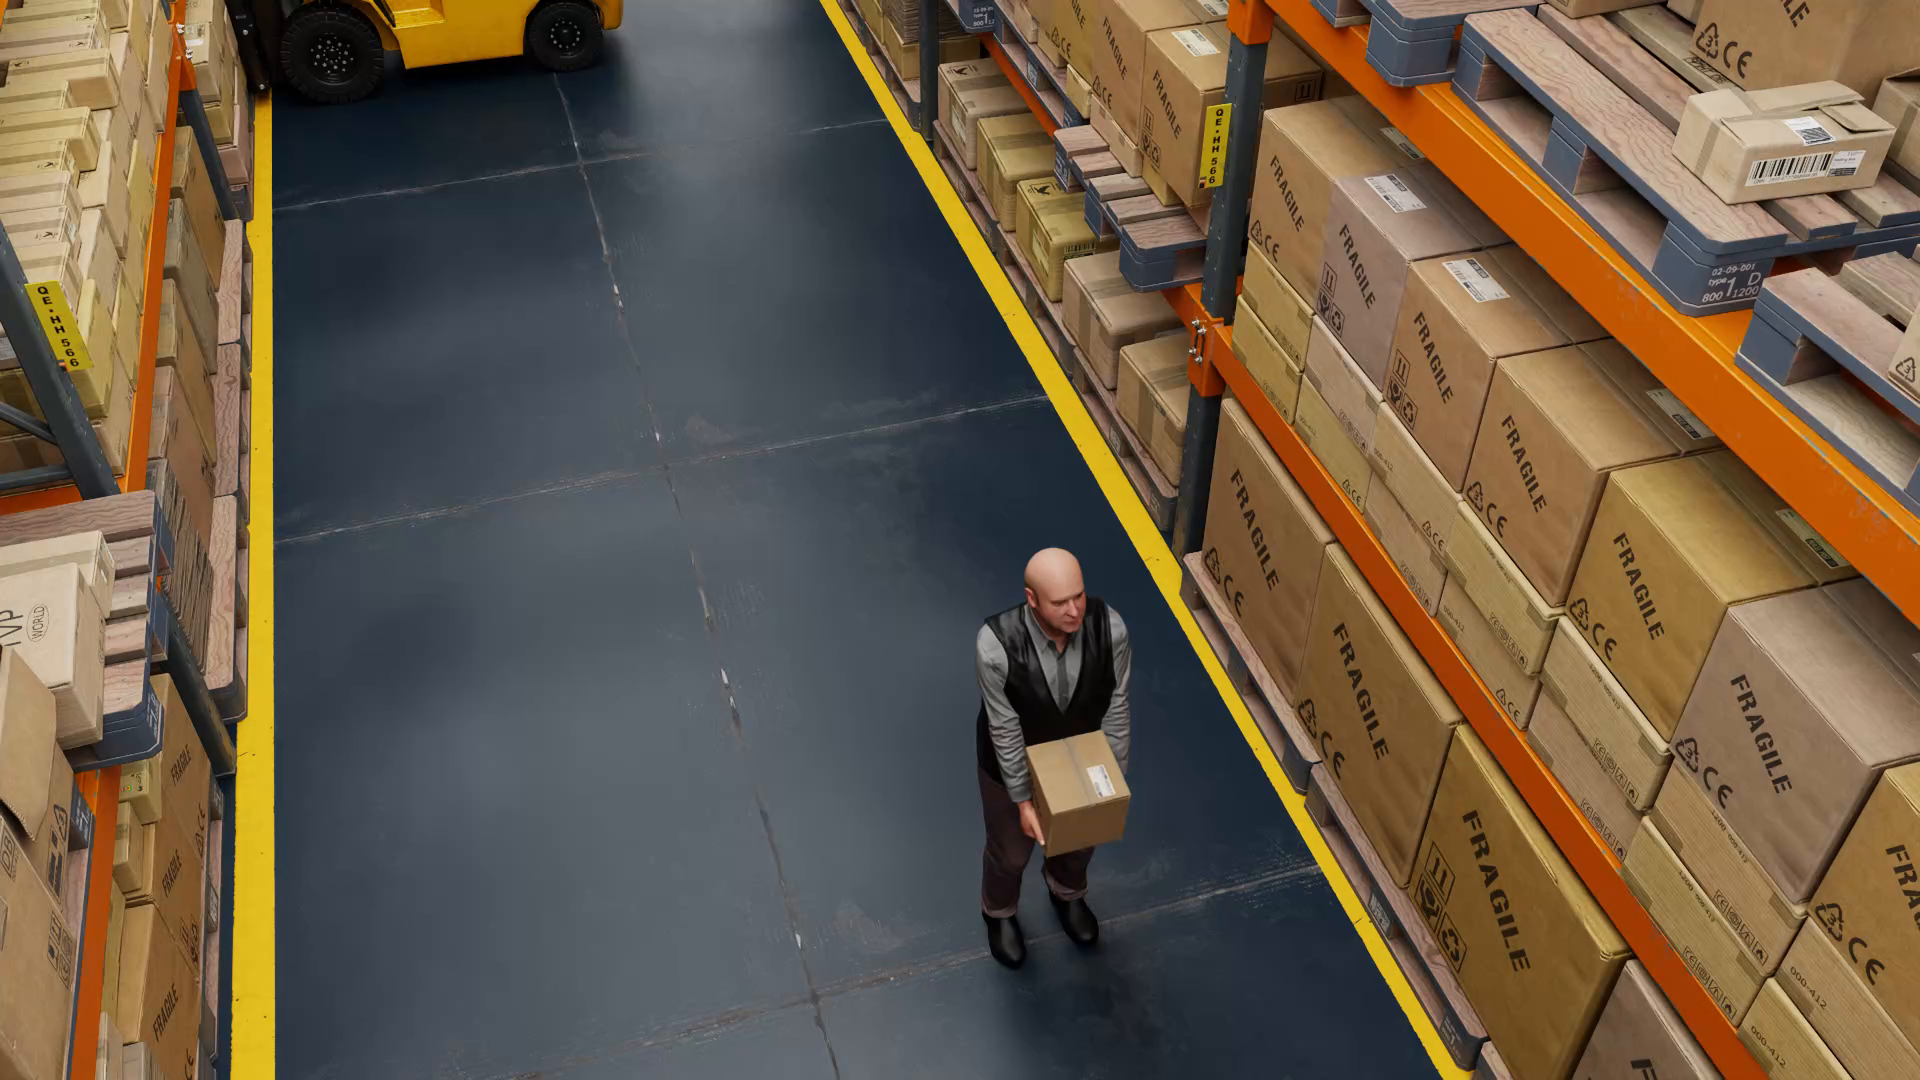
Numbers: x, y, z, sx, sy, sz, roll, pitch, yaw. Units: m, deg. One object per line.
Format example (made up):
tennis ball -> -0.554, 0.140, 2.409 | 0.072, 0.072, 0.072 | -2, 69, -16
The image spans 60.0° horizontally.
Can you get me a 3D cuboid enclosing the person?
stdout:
person -> 0.314, 0.769, 5.327 | 0.495, 1.718, 0.555 | -12, 43, -13
